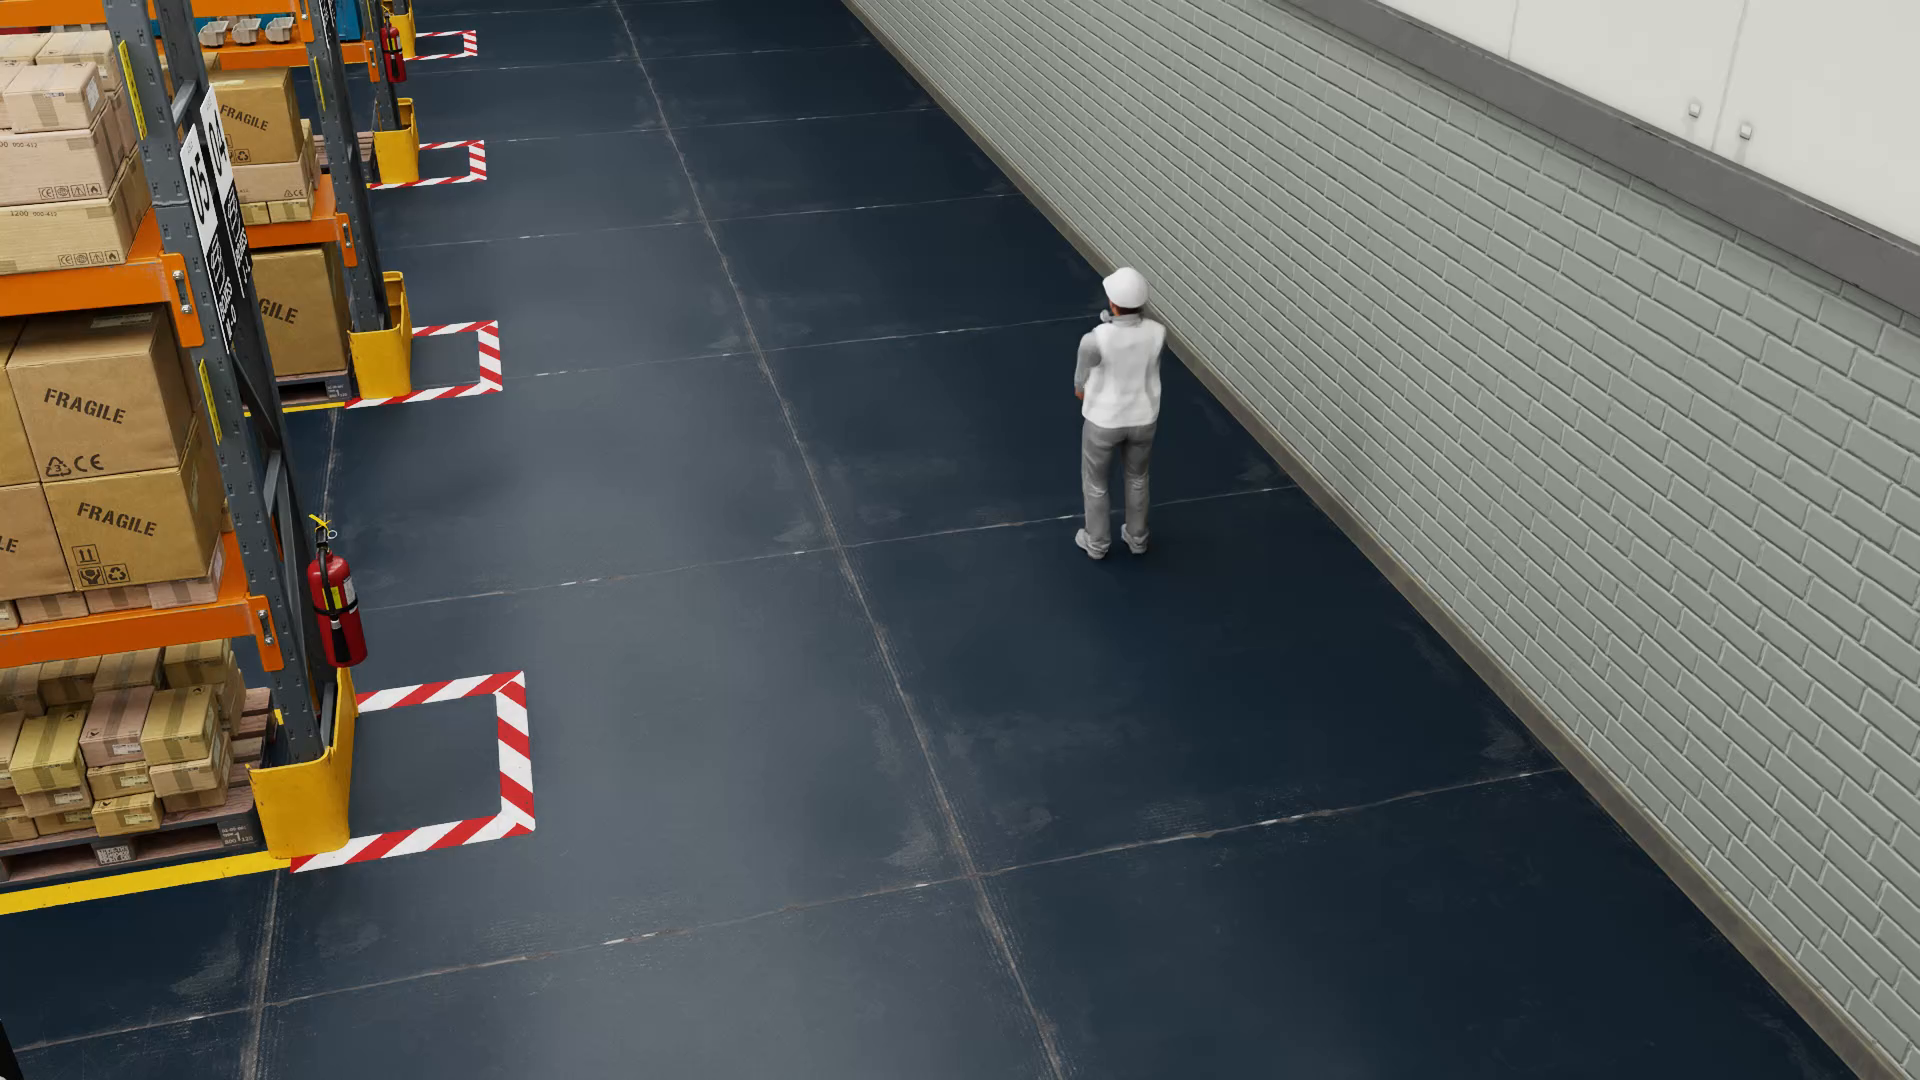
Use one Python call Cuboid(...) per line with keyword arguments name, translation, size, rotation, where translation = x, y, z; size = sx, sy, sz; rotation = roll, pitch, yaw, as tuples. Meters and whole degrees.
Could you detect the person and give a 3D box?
Cuboid(name="person", translation=(0.879, -0.752, 9.510), size=(0.514, 1.775, 0.542), rotation=(-8, 31, -14))
